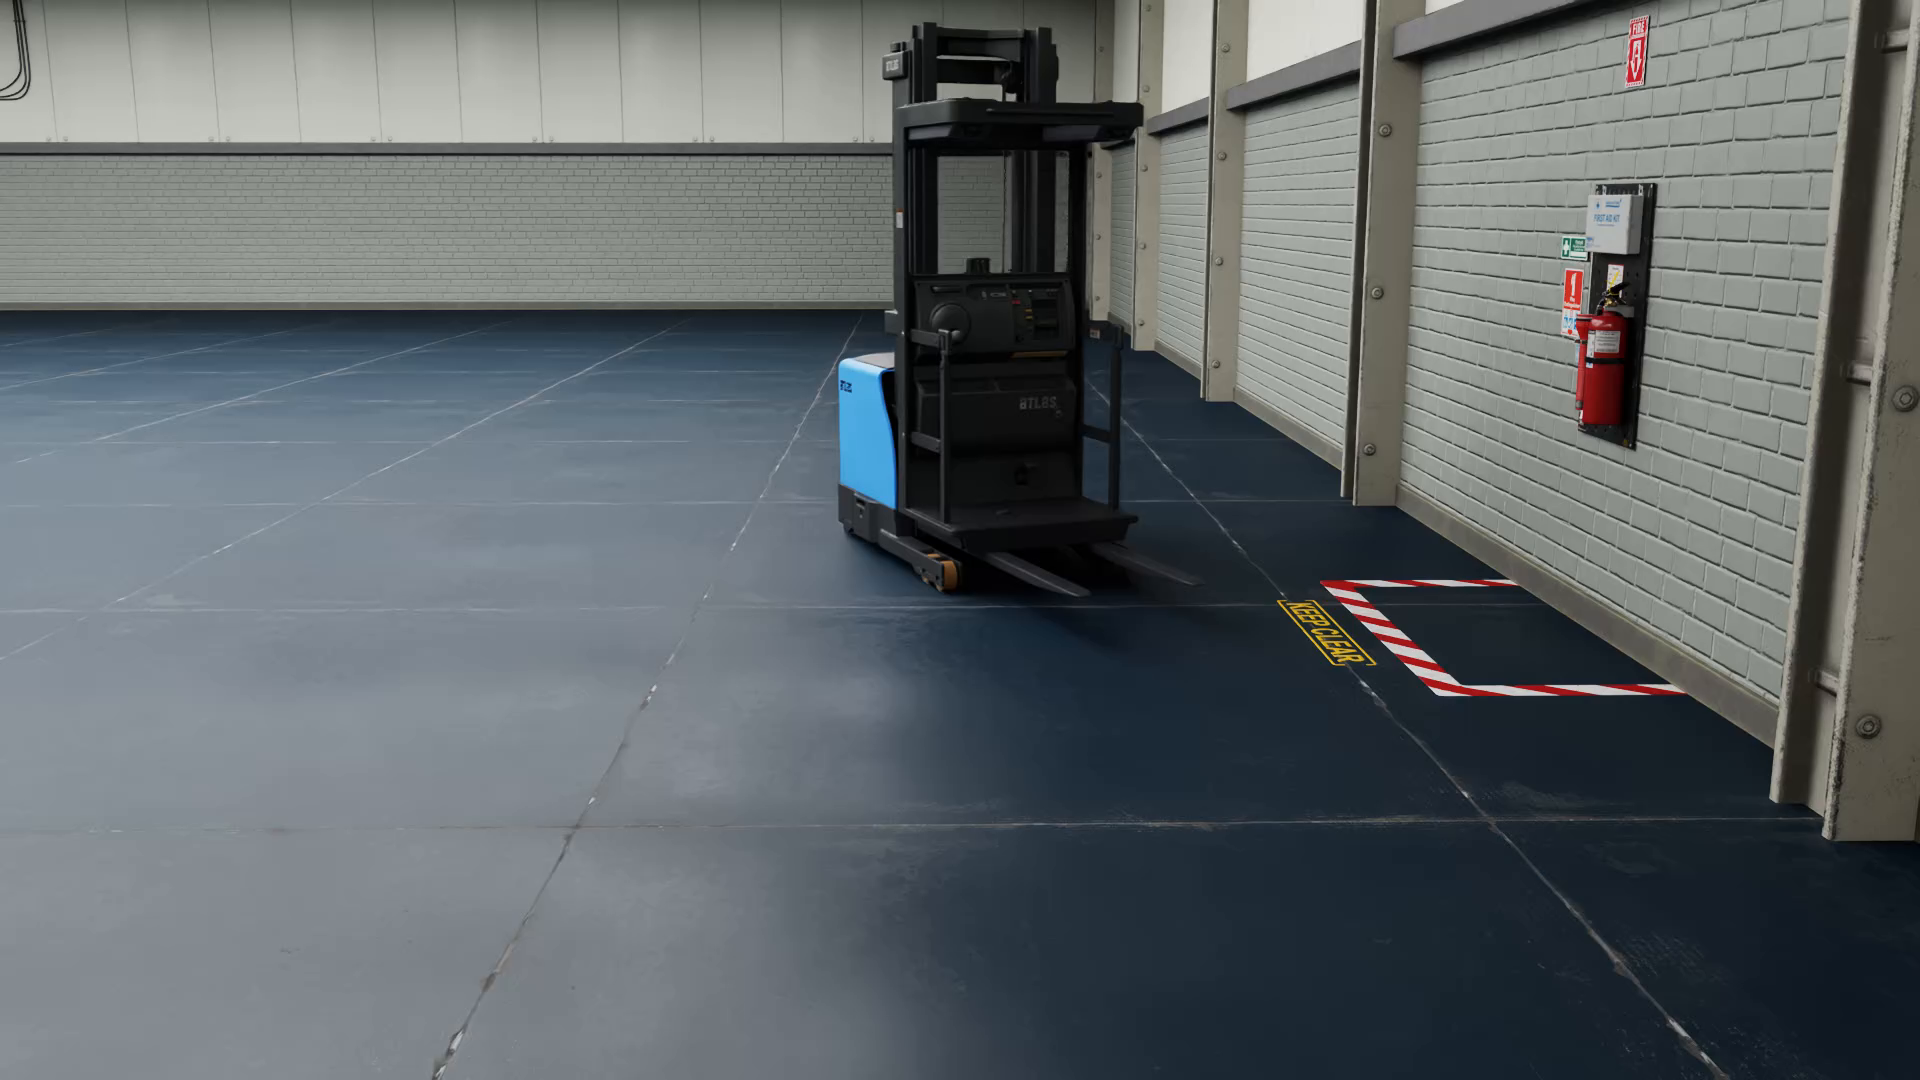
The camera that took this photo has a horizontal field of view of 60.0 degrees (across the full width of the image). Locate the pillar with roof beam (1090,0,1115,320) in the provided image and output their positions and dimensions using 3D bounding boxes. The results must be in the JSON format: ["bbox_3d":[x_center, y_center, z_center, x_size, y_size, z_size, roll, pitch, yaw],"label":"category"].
[{"bbox_3d":[-1.868,-8.241,28.049,9.100,9.000,0.400,0,11,-1],"label":"pillar with roof beam"}]

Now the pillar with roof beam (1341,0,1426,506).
[{"bbox_3d":[-1.496,-4.663,10.412,9.100,9.000,0.400,0,11,-1],"label":"pillar with roof beam"}]

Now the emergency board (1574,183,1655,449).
[{"bbox_3d":[2.919,-1.040,7.639,0.194,1.169,0.643,0,11,-1],"label":"emergency board"}]

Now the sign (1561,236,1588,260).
[{"bbox_3d":[3.002,-1.426,8.122,0.001,0.109,0.331,0,11,-1],"label":"sign"}]

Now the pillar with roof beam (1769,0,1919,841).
[{"bbox_3d":[-1.372,-3.471,4.533,9.100,9.000,0.400,0,11,-1],"label":"pillar with roof beam"}]

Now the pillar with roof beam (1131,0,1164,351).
[{"bbox_3d":[-1.744,-7.049,22.170,9.100,9.000,0.400,0,11,-1],"label":"pillar with roof beam"}]

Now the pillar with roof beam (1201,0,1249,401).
[{"bbox_3d":[-1.620,-5.856,16.291,9.100,9.000,0.400,0,11,-1],"label":"pillar with roof beam"}]

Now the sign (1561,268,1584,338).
[{"bbox_3d":[3.011,-1.167,8.179,0.001,0.329,0.234,0,11,-1],"label":"sign"}]

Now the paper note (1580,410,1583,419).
[{"bbox_3d":[2.985,-0.643,7.901,0.016,0.148,0.142,0,11,-1],"label":"paper note"}]

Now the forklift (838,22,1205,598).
[{"bbox_3d":[0.279,-1.261,8.904,1.130,2.935,3.031,-5,12,-22],"label":"forklift"}]

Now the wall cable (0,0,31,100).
[{"bbox_3d":[-18.304,-10.423,30.250,2.305,6.003,0.169,0,11,-1],"label":"wall cable"}]

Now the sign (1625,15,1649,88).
[{"bbox_3d":[3.019,-2.178,7.418,0.001,0.298,0.199,0,11,-1],"label":"sign"}]
